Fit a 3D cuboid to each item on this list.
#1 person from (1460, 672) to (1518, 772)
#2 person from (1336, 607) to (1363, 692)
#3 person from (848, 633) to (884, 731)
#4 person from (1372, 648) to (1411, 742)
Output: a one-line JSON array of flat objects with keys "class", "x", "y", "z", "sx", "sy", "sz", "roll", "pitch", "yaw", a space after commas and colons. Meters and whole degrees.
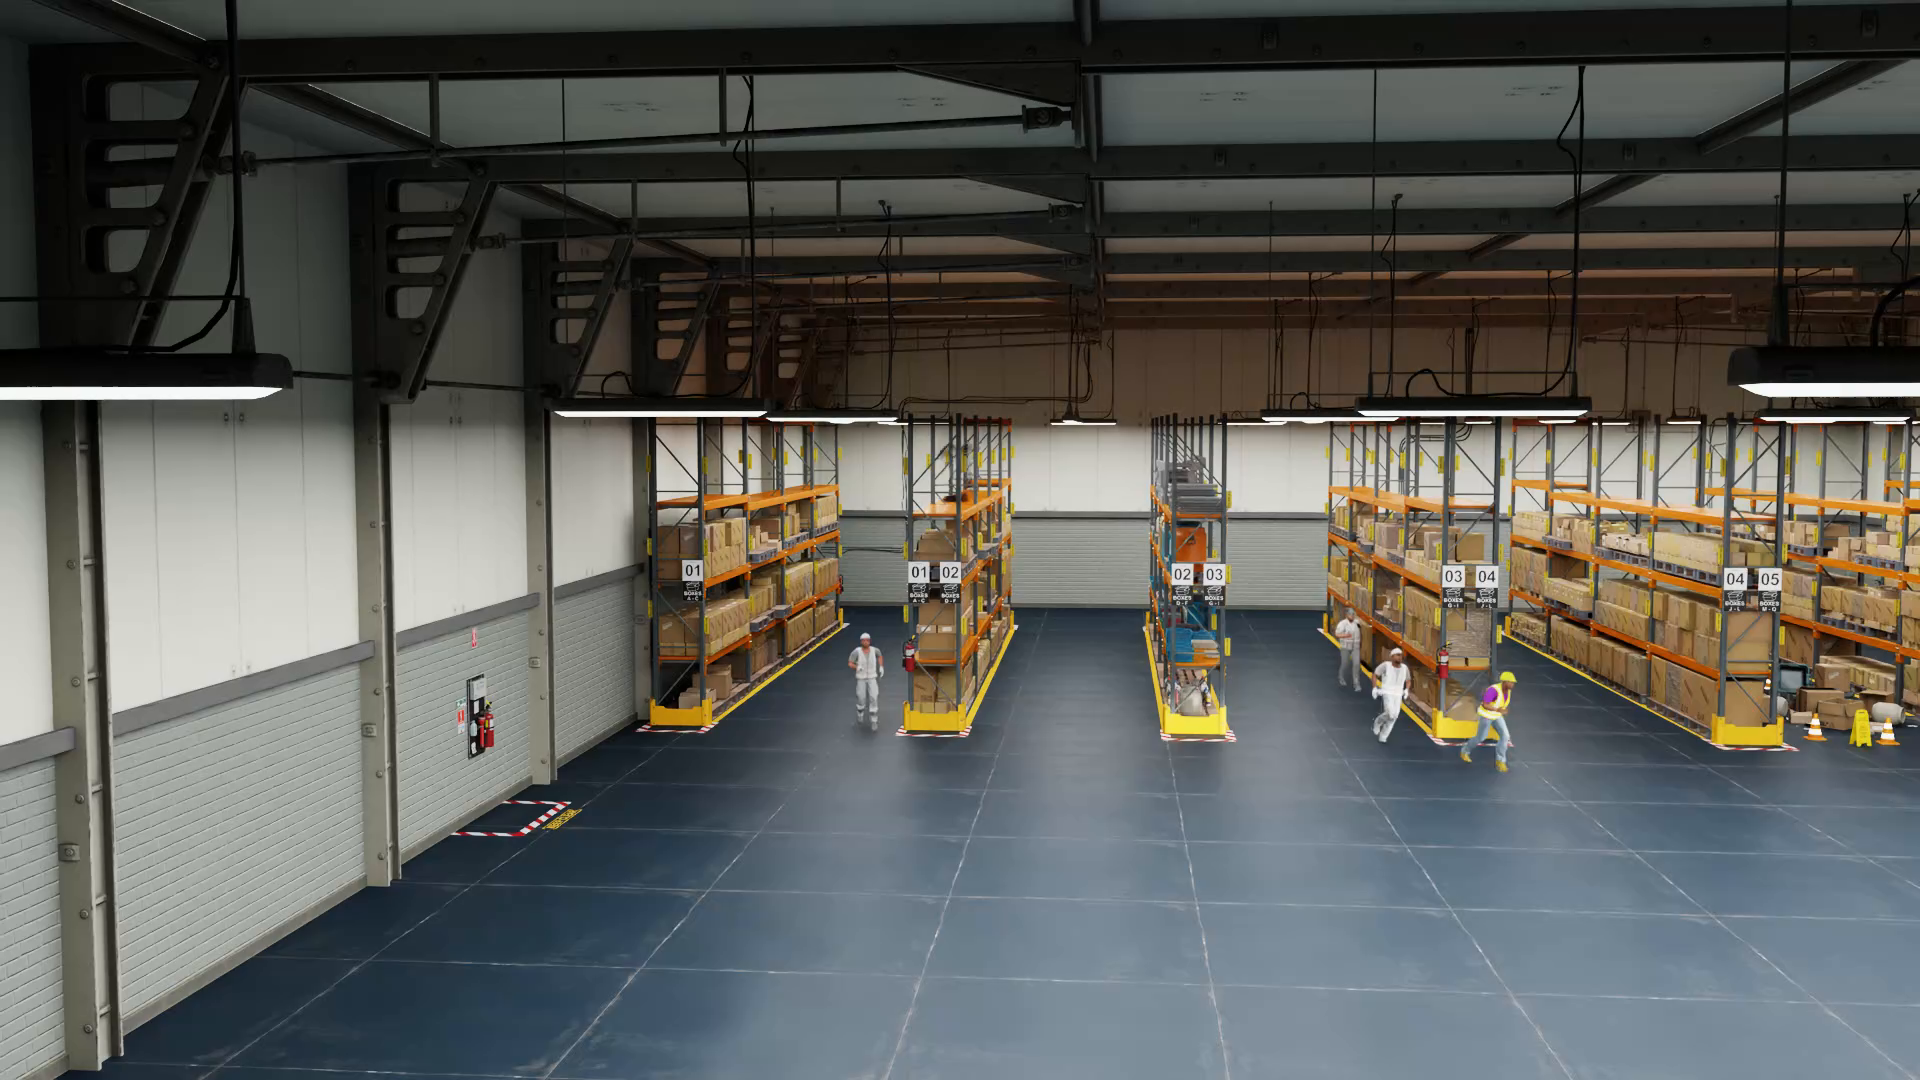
[{"class": "person", "x": 8.907, "y": 3.032, "z": 27.980, "sx": 0.747, "sy": 1.717, "sz": 1.020, "roll": -3, "pitch": 5, "yaw": -39}, {"class": "person", "x": 8.537, "y": 2.368, "z": 36.411, "sx": 0.655, "sy": 1.809, "sz": 0.917, "roll": 0, "pitch": 4, "yaw": -4}, {"class": "person", "x": -1.794, "y": 2.692, "z": 31.771, "sx": 0.693, "sy": 1.855, "sz": 0.813, "roll": -1, "pitch": 4, "yaw": -11}, {"class": "person", "x": 7.903, "y": 2.834, "z": 30.301, "sx": 0.734, "sy": 1.701, "sz": 0.534, "roll": -1, "pitch": 4, "yaw": -10}]
